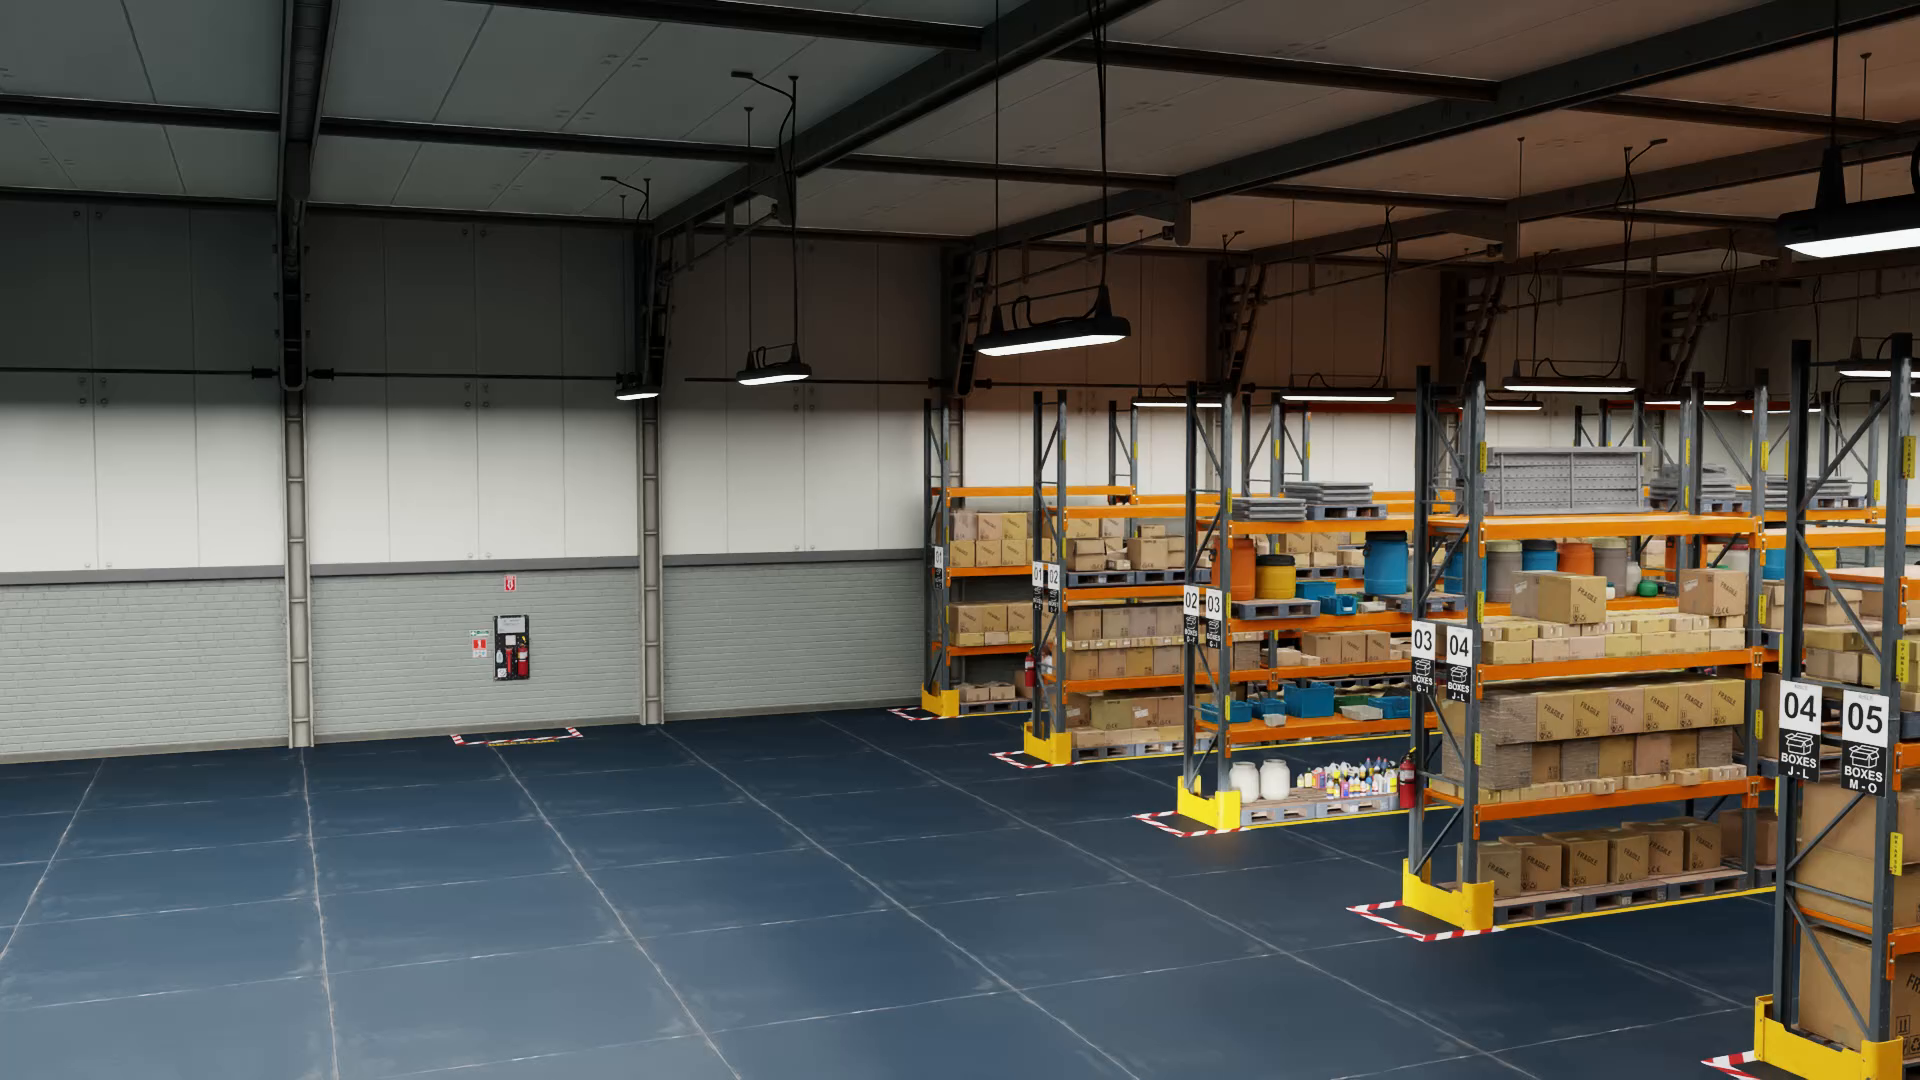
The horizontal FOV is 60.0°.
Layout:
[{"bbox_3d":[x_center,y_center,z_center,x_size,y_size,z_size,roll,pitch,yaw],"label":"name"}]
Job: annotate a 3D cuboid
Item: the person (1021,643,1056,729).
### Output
[{"bbox_3d":[1.497,2.622,29.751,0.914,1.534,0.437,-3,4,-37],"label":"person"}]
